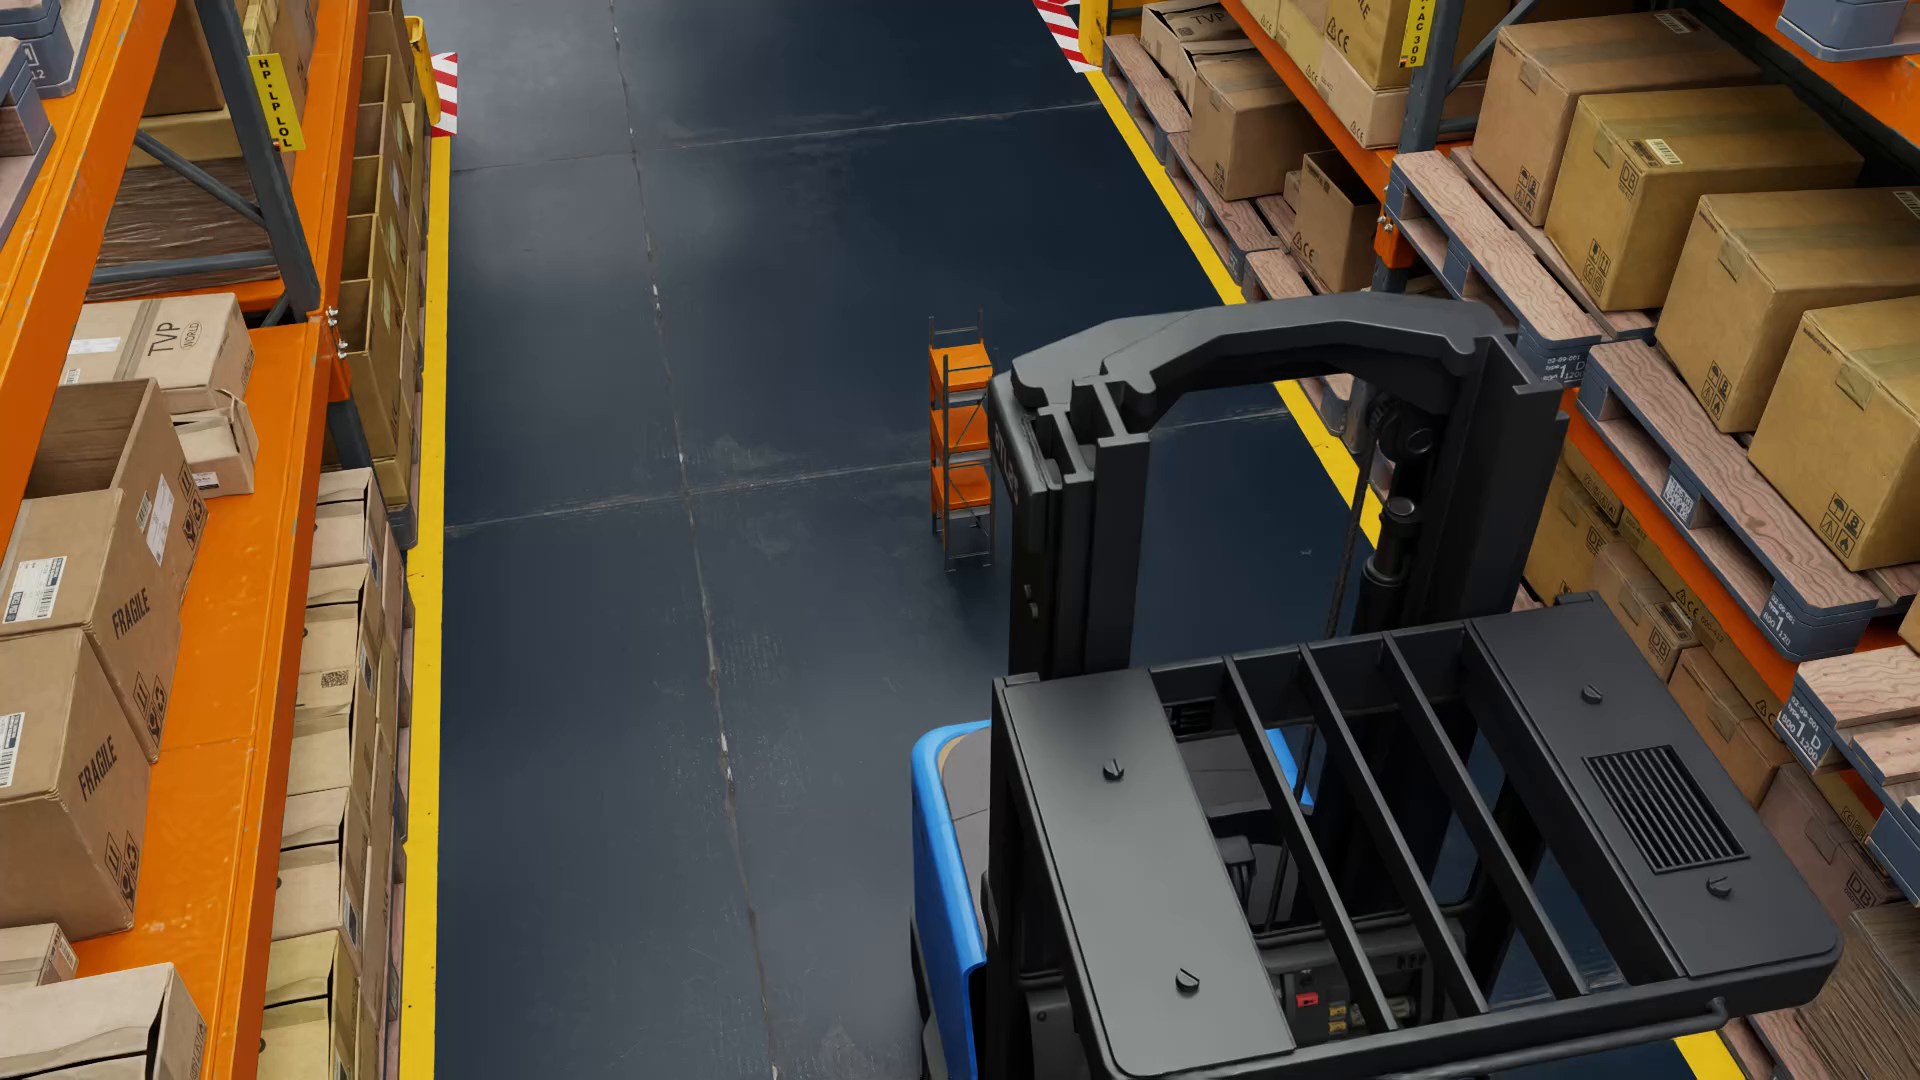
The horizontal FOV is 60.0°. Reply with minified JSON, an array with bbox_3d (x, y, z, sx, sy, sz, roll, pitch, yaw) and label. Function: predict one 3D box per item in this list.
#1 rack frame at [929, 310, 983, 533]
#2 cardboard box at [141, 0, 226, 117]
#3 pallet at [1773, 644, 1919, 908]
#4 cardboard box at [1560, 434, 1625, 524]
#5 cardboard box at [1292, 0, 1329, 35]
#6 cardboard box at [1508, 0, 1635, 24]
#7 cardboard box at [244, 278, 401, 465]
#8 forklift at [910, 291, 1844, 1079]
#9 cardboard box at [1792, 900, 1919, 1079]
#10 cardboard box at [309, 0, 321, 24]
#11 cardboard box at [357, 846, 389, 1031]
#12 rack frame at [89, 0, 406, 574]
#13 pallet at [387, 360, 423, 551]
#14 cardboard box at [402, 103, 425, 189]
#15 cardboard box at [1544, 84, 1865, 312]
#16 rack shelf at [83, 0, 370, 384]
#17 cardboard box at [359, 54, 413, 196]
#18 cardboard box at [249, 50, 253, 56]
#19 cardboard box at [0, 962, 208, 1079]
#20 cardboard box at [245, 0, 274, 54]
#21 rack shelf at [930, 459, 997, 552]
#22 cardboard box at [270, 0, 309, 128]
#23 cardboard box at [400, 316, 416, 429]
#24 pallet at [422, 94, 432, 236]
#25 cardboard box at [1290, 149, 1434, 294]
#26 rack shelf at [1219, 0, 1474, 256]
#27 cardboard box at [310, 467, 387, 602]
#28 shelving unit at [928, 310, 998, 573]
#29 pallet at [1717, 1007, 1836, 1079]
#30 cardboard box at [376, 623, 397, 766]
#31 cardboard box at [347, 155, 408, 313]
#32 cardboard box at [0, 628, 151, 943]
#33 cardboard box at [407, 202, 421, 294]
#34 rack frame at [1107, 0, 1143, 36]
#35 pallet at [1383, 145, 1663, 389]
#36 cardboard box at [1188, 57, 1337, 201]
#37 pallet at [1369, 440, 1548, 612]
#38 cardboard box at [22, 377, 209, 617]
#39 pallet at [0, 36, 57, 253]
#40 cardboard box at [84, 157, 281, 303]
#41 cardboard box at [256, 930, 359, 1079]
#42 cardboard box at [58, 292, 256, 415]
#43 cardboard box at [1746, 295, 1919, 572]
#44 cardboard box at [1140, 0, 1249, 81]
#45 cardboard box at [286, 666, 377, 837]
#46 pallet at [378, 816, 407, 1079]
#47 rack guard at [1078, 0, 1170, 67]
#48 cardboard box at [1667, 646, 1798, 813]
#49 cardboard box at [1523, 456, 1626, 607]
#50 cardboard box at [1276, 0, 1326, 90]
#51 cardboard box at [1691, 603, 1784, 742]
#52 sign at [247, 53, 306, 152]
[{"bbox_3d":[-0.015,-0.437,6.451,0.200,1.050,0.008,-8,42,-9],"label":"rack frame"},{"bbox_3d":[-2.776,-1.691,5.343,0.700,0.500,0.500,-8,42,-9],"label":"cardboard box"},{"bbox_3d":[2.768,0.624,3.932,1.213,0.211,1.003,-8,42,-9],"label":"pallet"},{"bbox_3d":[2.436,-0.345,5.865,0.500,0.250,0.500,-9,42,-10],"label":"cardboard box"},{"bbox_3d":[1.645,-2.411,6.739,0.500,0.500,0.500,-9,42,-10],"label":"cardboard box"},{"bbox_3d":[2.265,-2.160,6.457,0.500,0.500,0.500,-9,42,-10],"label":"cardboard box"},{"bbox_3d":[-2.468,-0.636,6.398,0.500,0.500,0.500,-8,42,-9],"label":"cardboard box"},{"bbox_3d":[0.643,1.124,3.276,1.130,2.935,3.031,-8,42,-8],"label":"forklift"},{"bbox_3d":[2.819,1.310,4.566,0.700,0.500,0.500,-8,42,-9],"label":"cardboard box"},{"bbox_3d":[-3.230,-2.545,7.282,0.700,0.500,0.500,-8,42,-9],"label":"cardboard box"},{"bbox_3d":[-1.975,1.206,4.886,0.500,0.250,0.500,-8,42,-8],"label":"cardboard box"},{"bbox_3d":[-2.674,-0.882,5.484,1.000,3.000,0.127,-8,42,-9],"label":"rack frame"},{"bbox_3d":[-2.805,-0.361,6.997,1.003,0.211,1.213,-8,42,-9],"label":"pallet"},{"bbox_3d":[-3.014,-1.976,8.471,0.500,0.250,0.500,-8,42,-9],"label":"cardboard box"},{"bbox_3d":[2.352,-1.098,5.321,0.700,0.500,0.500,-4,42,-5],"label":"cardboard box"},{"bbox_3d":[-3.106,-1.909,7.183,1.077,0.370,4.000,-8,42,-9],"label":"rack shelf"},{"bbox_3d":[-2.901,-1.933,7.858,0.500,0.500,0.500,-8,42,-9],"label":"cardboard box"},{"bbox_3d":[-2.597,-1.526,5.646,0.380,0.149,0.250,-8,42,-9],"label":"cardboard box"},{"bbox_3d":[-1.815,1.137,3.277,0.500,0.311,0.500,-9,42,-10],"label":"cardboard box"},{"bbox_3d":[-2.713,-1.863,6.026,0.380,0.149,0.250,-9,42,-10],"label":"cardboard box"},{"bbox_3d":[0.012,-0.142,6.554,0.215,0.259,0.240,-8,42,-9],"label":"rack shelf"},{"bbox_3d":[-3.001,-1.873,6.525,0.700,0.500,0.500,-8,42,-9],"label":"cardboard box"},{"bbox_3d":[-2.581,-0.679,7.011,0.500,0.250,0.500,-8,42,-9],"label":"cardboard box"},{"bbox_3d":[-3.331,-1.942,8.779,1.003,0.211,1.213,-8,42,-9],"label":"pallet"},{"bbox_3d":[1.899,-1.491,7.721,0.500,0.500,0.500,-11,43,-12],"label":"cardboard box"},{"bbox_3d":[1.730,-2.621,7.986,1.077,0.370,4.000,-8,42,-9],"label":"rack shelf"},{"bbox_3d":[-2.307,0.001,5.822,0.500,0.311,0.500,-8,42,-9],"label":"cardboard box"},{"bbox_3d":[0.012,-0.358,6.362,0.215,1.050,0.252,-8,42,-9],"label":"shelving unit"},{"bbox_3d":[2.858,1.535,4.862,1.003,0.211,1.213,-8,42,-9],"label":"pallet"},{"bbox_3d":[-2.194,0.545,5.632,0.500,0.250,0.500,-9,42,-10],"label":"cardboard box"},{"bbox_3d":[-2.684,-1.285,7.128,0.500,0.500,0.500,-8,42,-9],"label":"cardboard box"},{"bbox_3d":[-2.189,0.588,3.752,0.500,0.500,0.500,-10,43,-12],"label":"cardboard box"},{"bbox_3d":[-2.798,-1.328,7.741,0.500,0.250,0.500,-8,42,-9],"label":"cardboard box"},{"bbox_3d":[1.299,-4.187,9.207,1.000,3.000,0.127,-8,42,-9],"label":"rack frame"},{"bbox_3d":[2.185,-1.006,5.768,1.003,0.211,1.213,-8,42,-9],"label":"pallet"},{"bbox_3d":[1.593,-2.103,8.411,0.700,0.500,0.500,-11,43,-12],"label":"cardboard box"},{"bbox_3d":[2.332,-0.047,6.644,1.003,0.211,1.213,-8,42,-9],"label":"pallet"},{"bbox_3d":[-2.410,-0.078,4.503,0.500,0.500,0.500,-6,42,-6],"label":"cardboard box"},{"bbox_3d":[-2.289,-0.492,2.927,1.003,0.211,1.213,-7,42,-7],"label":"pallet"},{"bbox_3d":[-2.776,-1.206,5.774,0.700,0.500,0.500,-9,42,-10],"label":"cardboard box"},{"bbox_3d":[-1.866,1.321,4.335,0.500,0.311,0.500,-9,42,-10],"label":"cardboard box"},{"bbox_3d":[-2.525,-0.513,5.181,0.500,0.250,0.500,-6,42,-7],"label":"cardboard box"},{"bbox_3d":[2.624,-0.311,4.434,0.700,0.500,0.500,-8,42,-9],"label":"cardboard box"},{"bbox_3d":[1.360,-2.884,9.434,0.500,0.311,0.500,-13,43,-14],"label":"cardboard box"},{"bbox_3d":[-2.083,0.661,5.078,0.500,0.311,0.500,-8,42,-9],"label":"cardboard box"},{"bbox_3d":[-2.210,1.425,4.985,1.003,0.211,1.213,-8,42,-9],"label":"pallet"},{"bbox_3d":[1.315,-3.203,9.981,1.175,0.500,0.348,-8,42,-9],"label":"rack guard"},{"bbox_3d":[2.687,0.641,5.320,0.700,0.500,0.500,-9,42,-10],"label":"cardboard box"},{"bbox_3d":[2.498,-0.021,6.066,0.700,0.500,0.500,-9,42,-10],"label":"cardboard box"},{"bbox_3d":[1.664,-2.133,6.992,0.500,0.250,0.500,-8,42,-9],"label":"cardboard box"},{"bbox_3d":[2.641,0.318,5.119,0.500,0.250,0.500,-9,42,-9],"label":"cardboard box"},{"bbox_3d":[-2.146,-1.369,5.220,0.100,0.325,0.005,-8,42,-9],"label":"sign"}]
